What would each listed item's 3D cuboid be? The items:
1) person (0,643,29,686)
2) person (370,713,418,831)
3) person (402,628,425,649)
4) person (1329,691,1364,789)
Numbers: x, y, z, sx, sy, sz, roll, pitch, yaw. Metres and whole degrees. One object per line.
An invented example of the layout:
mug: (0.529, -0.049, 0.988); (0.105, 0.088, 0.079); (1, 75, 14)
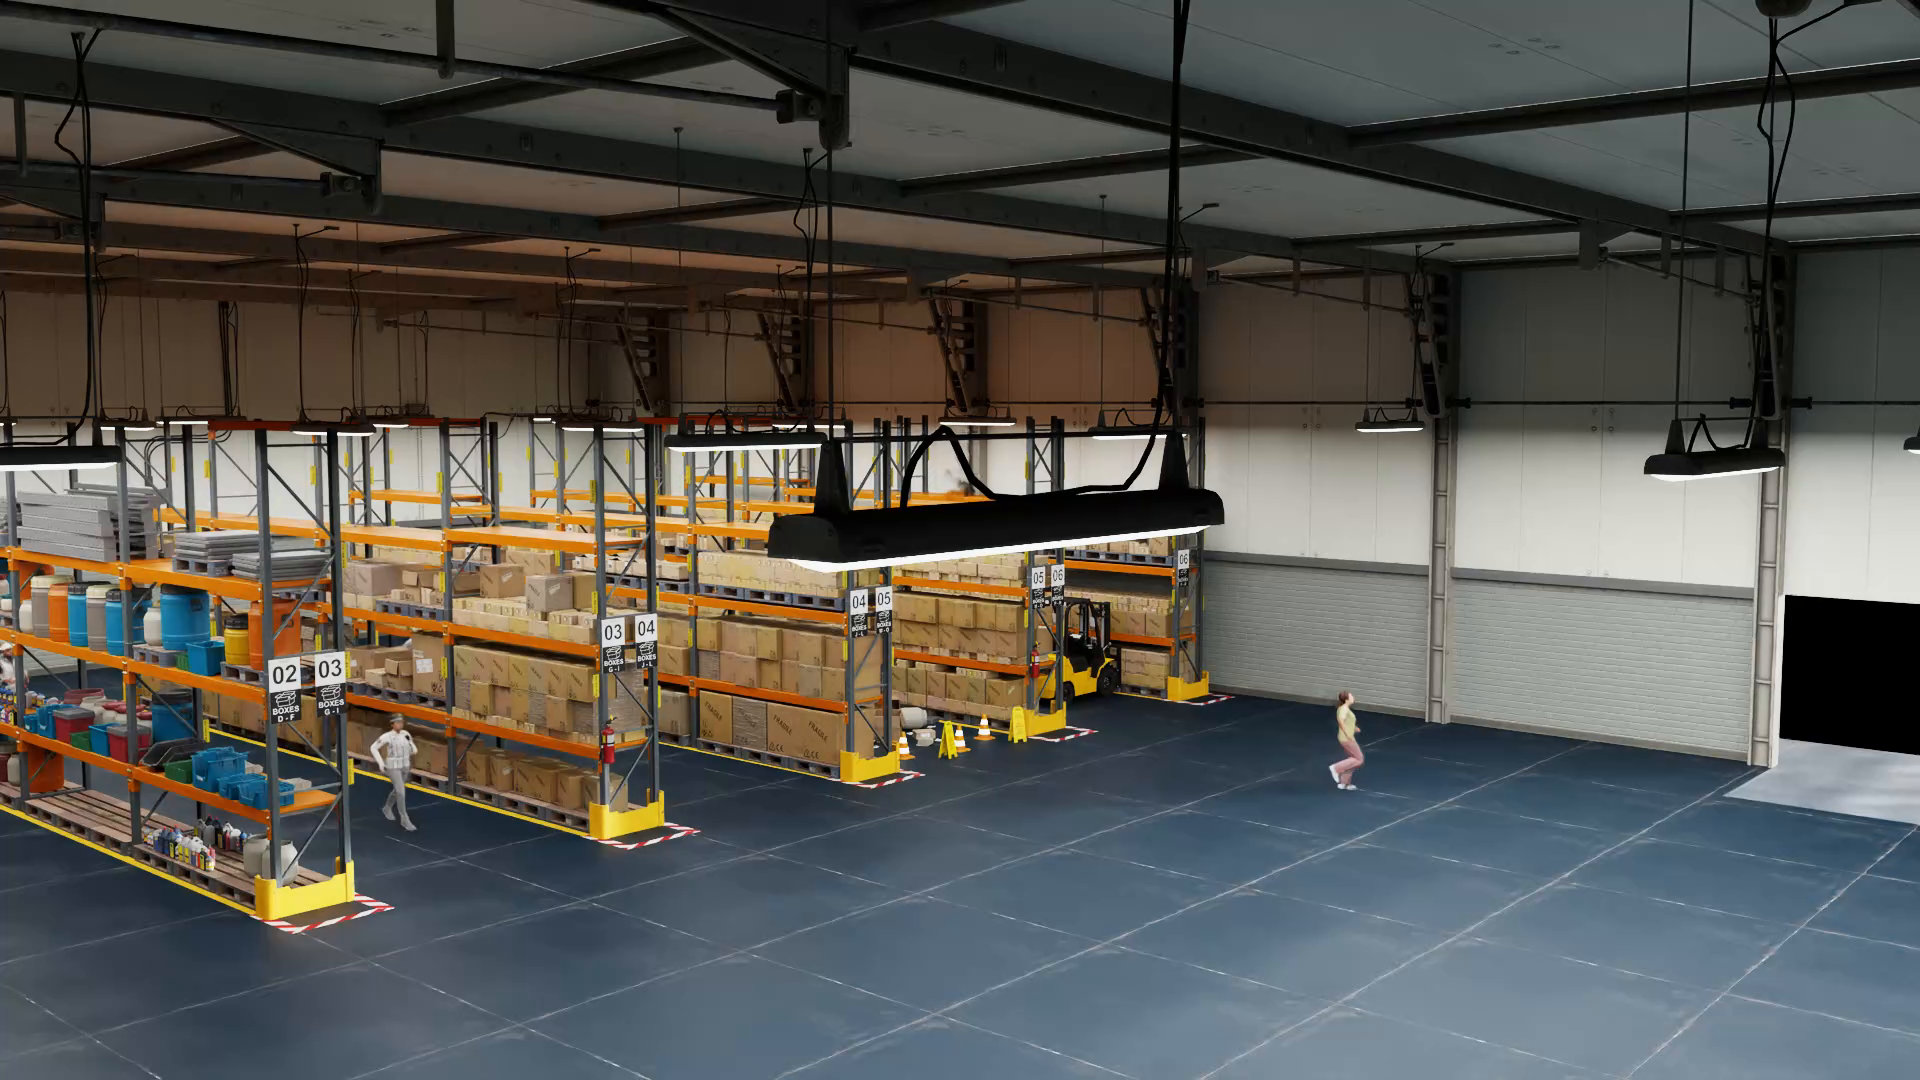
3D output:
person: (-18.235, 2.829, 31.938); (0.783, 1.733, 0.696); (3, 5, 30)
person: (-8.355, 3.410, 24.709); (0.878, 1.703, 0.599); (3, 6, 32)
person: (-11.047, 2.614, 34.134); (0.624, 1.739, 0.681); (4, 6, 39)
person: (6.301, 3.266, 27.156); (0.547, 1.624, 0.627); (0, 5, 4)
